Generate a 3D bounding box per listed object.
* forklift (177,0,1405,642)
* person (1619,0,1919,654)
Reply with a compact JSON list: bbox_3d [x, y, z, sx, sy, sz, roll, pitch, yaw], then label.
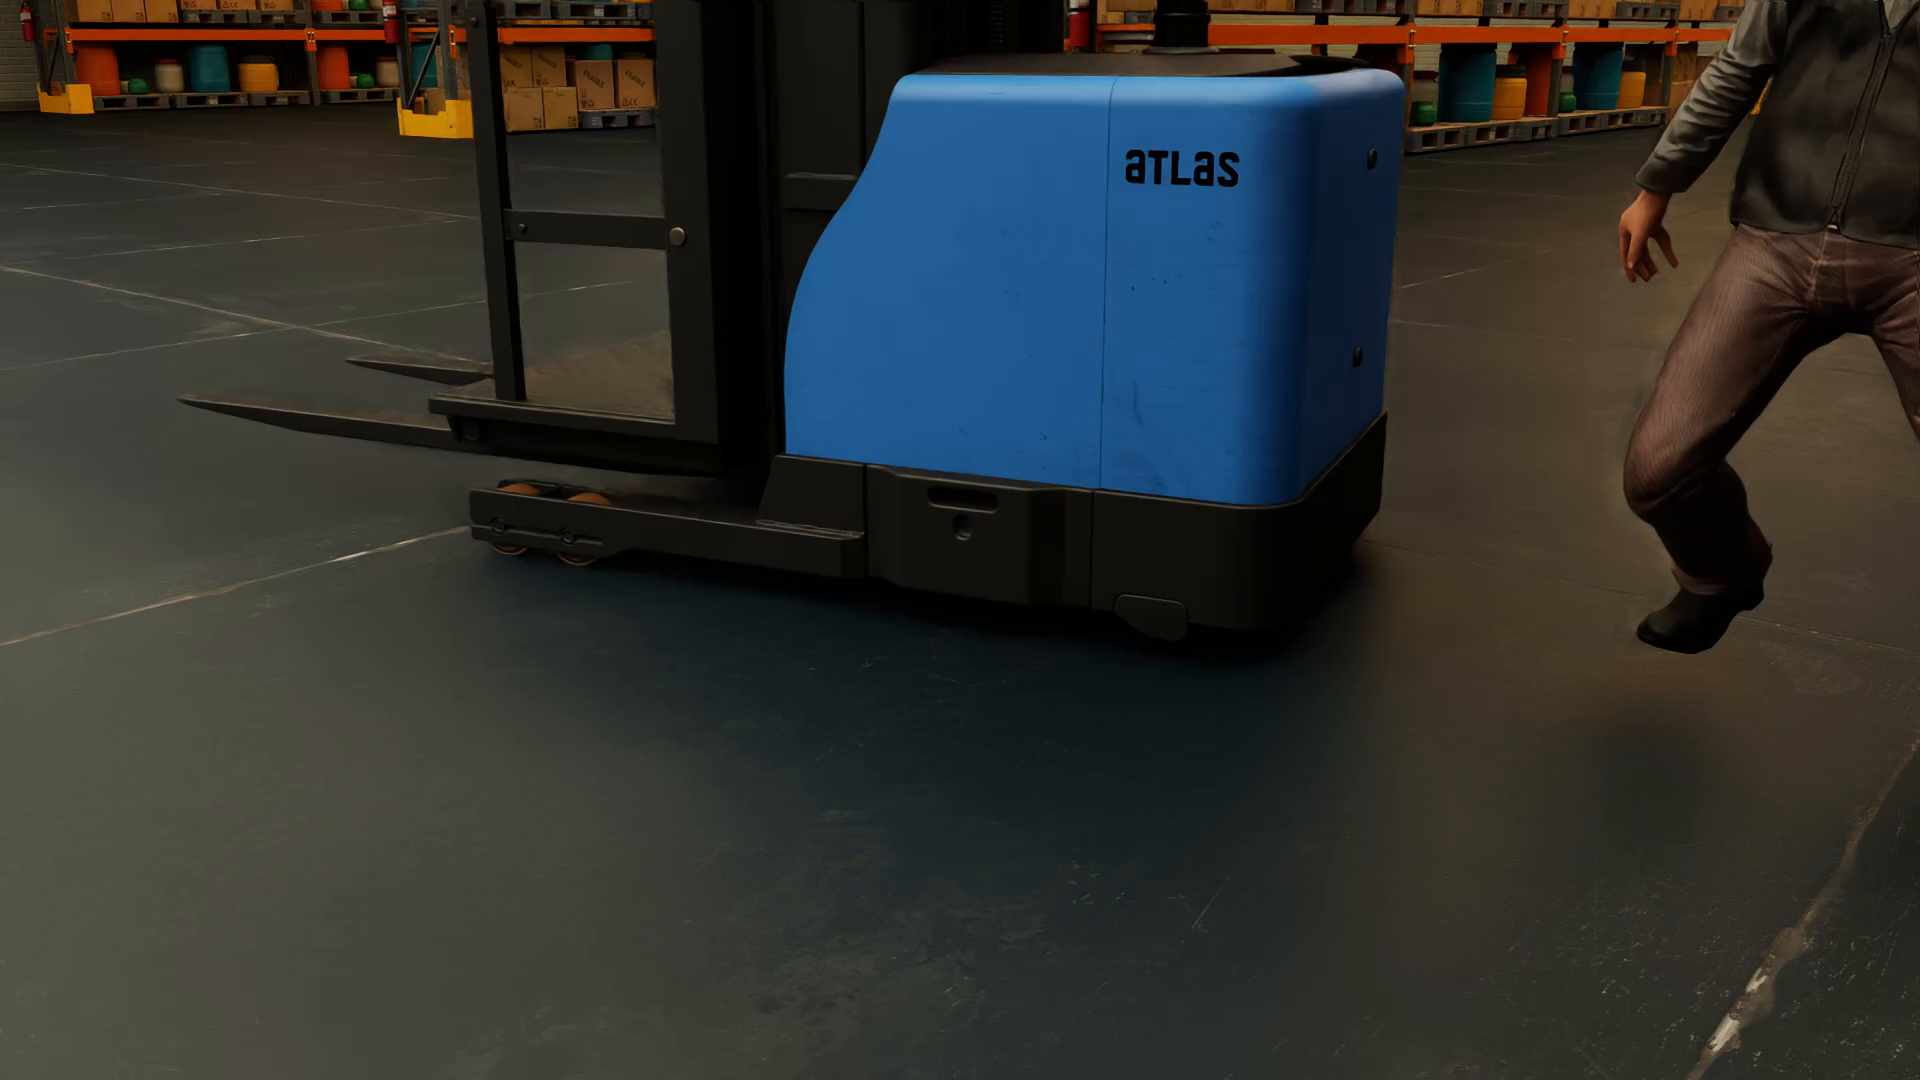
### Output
[{"bbox_3d":[-0.565,-1.473,3.747,3.031,2.935,1.130,7,18,23],"label":"forklift"},{"bbox_3d":[1.478,-0.476,2.721,0.486,1.634,0.885,-15,23,-41],"label":"person"}]
